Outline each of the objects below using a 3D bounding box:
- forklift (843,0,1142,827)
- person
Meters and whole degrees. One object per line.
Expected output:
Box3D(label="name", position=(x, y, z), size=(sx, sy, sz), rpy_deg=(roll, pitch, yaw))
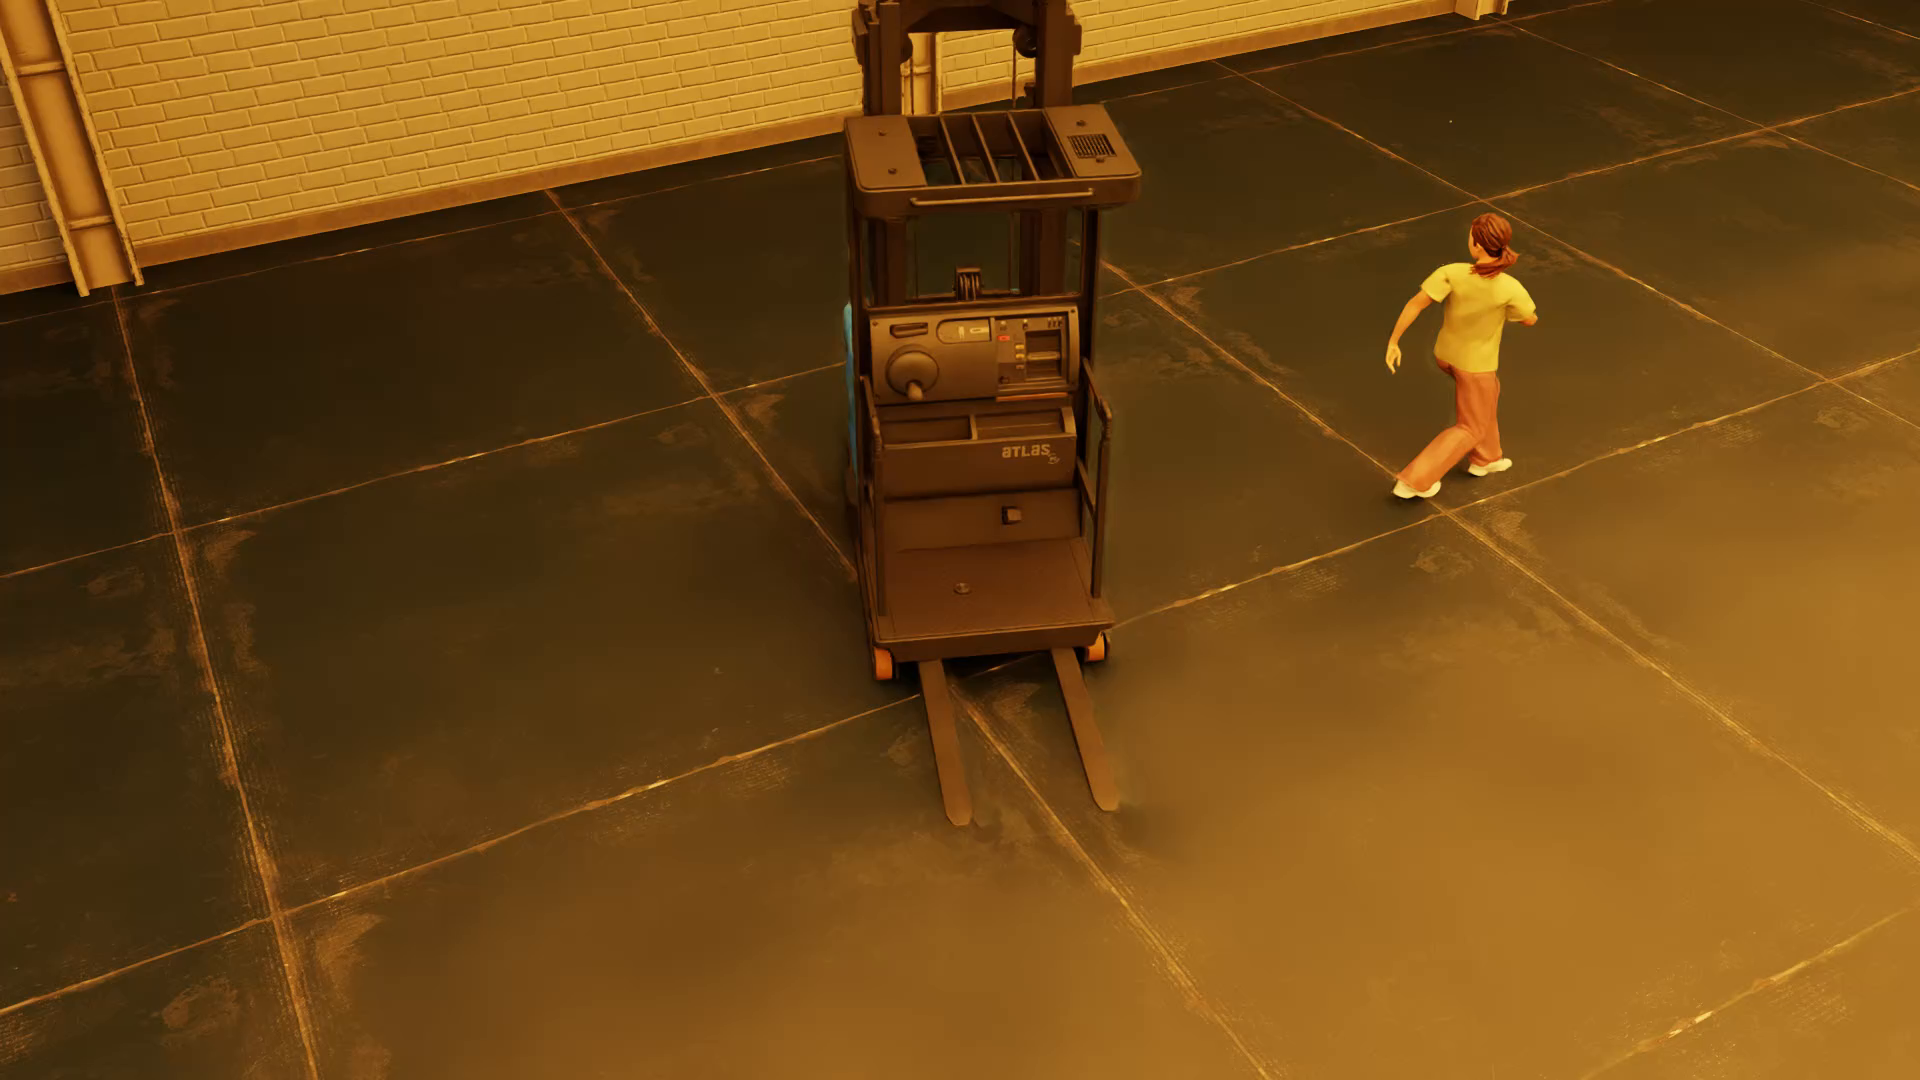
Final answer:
Box3D(label="forklift", position=(0.099, -0.762, 7.201), size=(1.130, 2.935, 3.031), rpy_deg=(-5, 36, -6))
Box3D(label="person", position=(2.667, -0.954, 8.665), size=(0.903, 1.605, 0.471), rpy_deg=(-21, 40, -27))
